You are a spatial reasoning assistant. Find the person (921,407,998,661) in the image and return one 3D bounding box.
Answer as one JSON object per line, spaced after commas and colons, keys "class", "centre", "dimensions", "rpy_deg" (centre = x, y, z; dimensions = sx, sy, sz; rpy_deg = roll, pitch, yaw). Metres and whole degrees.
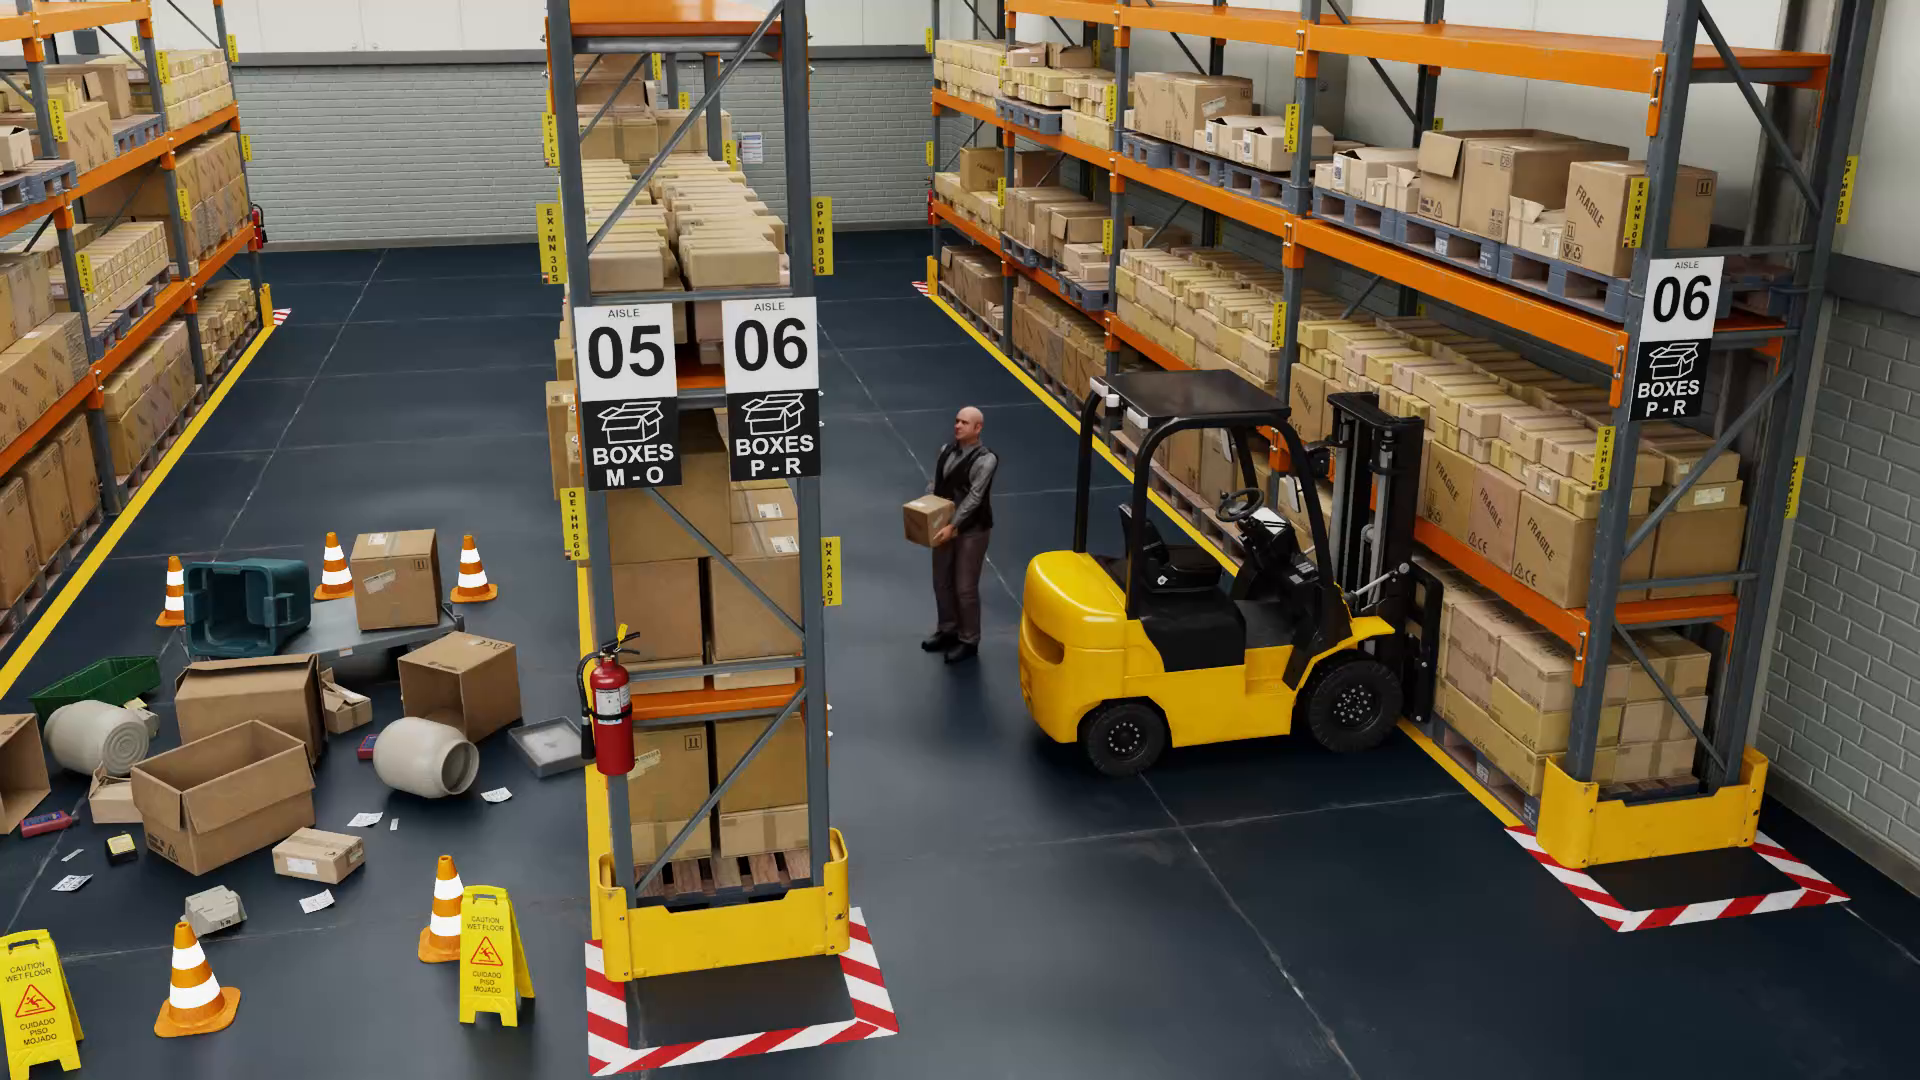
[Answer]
{"class": "person", "centre": [-0.052, -0.037, 11.213], "dimensions": [0.555, 1.721, 0.500], "rpy_deg": [-17, 26, -40]}
